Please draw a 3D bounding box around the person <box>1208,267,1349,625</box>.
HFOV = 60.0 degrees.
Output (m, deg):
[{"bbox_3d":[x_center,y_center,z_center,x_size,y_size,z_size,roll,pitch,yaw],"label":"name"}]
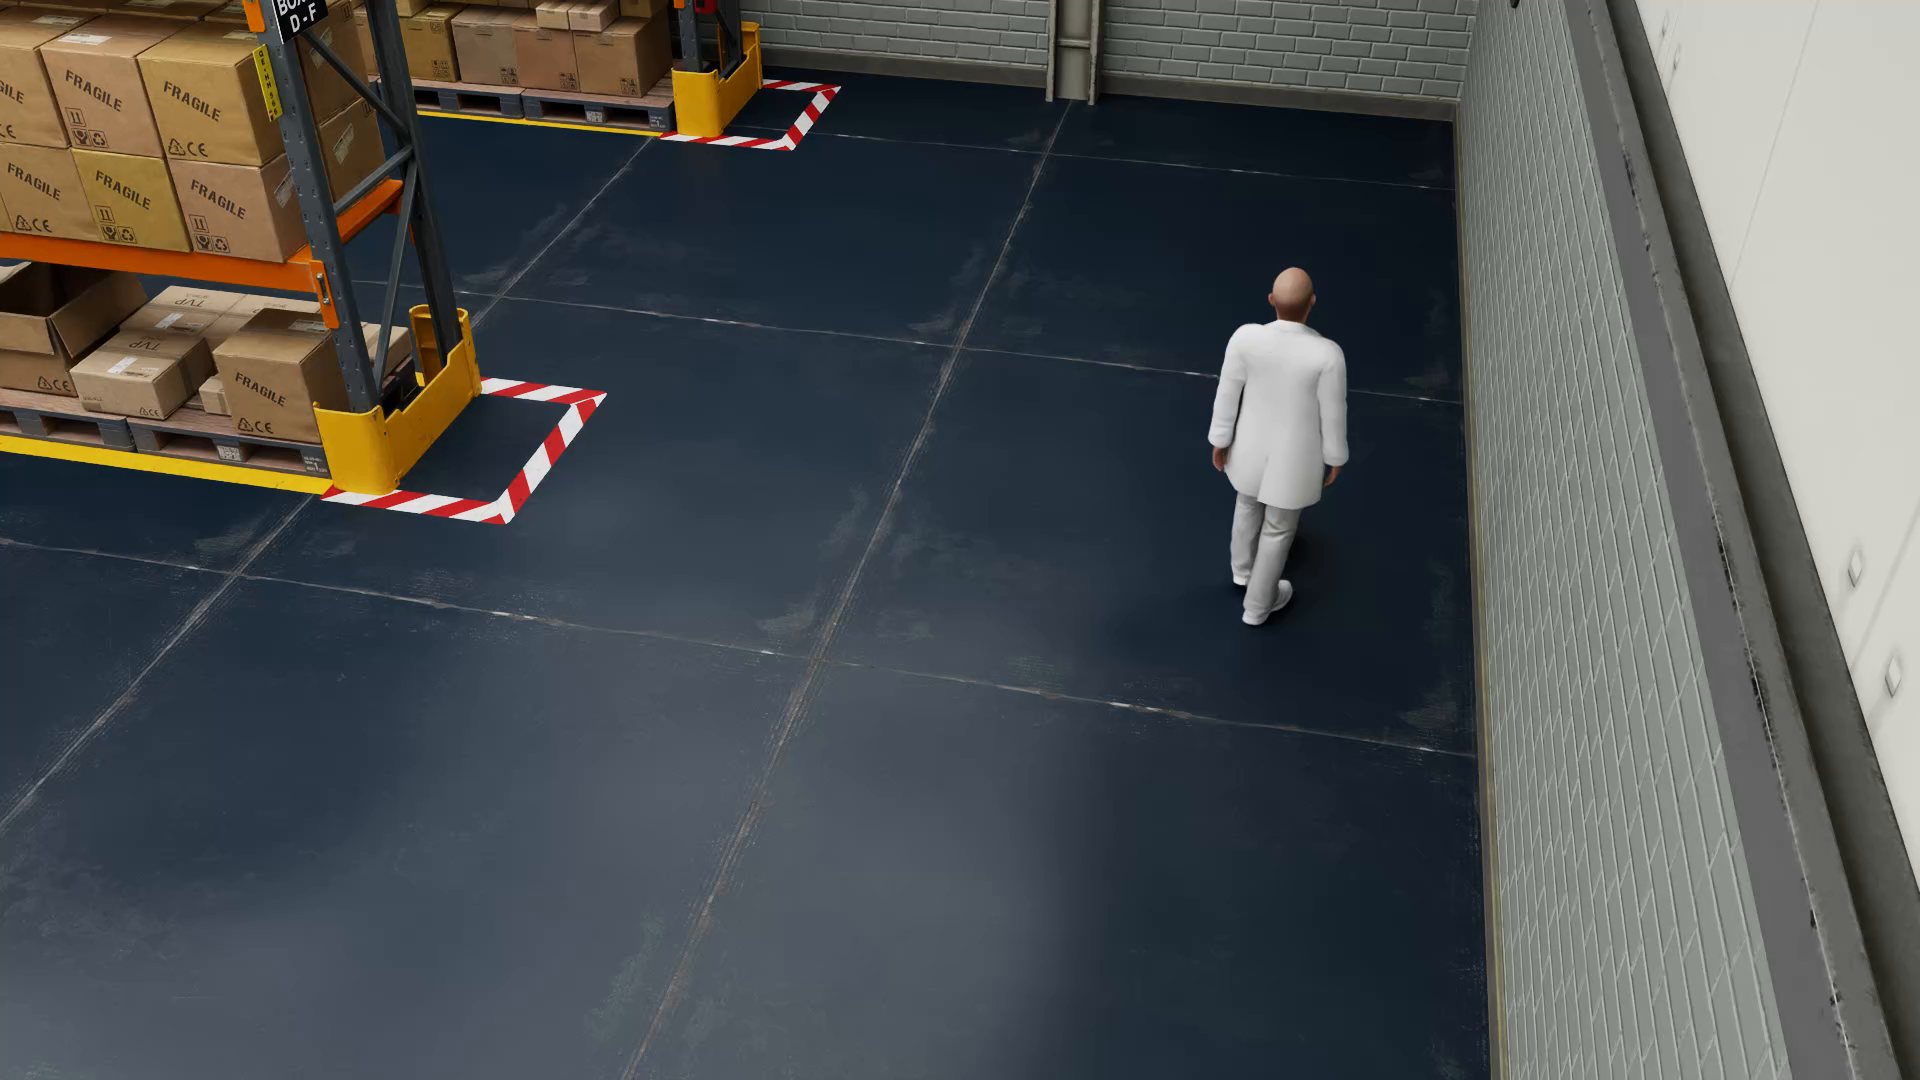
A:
[{"bbox_3d":[1.494,-0.464,7.608,0.625,1.790,0.623,18,40,23],"label":"person"}]
